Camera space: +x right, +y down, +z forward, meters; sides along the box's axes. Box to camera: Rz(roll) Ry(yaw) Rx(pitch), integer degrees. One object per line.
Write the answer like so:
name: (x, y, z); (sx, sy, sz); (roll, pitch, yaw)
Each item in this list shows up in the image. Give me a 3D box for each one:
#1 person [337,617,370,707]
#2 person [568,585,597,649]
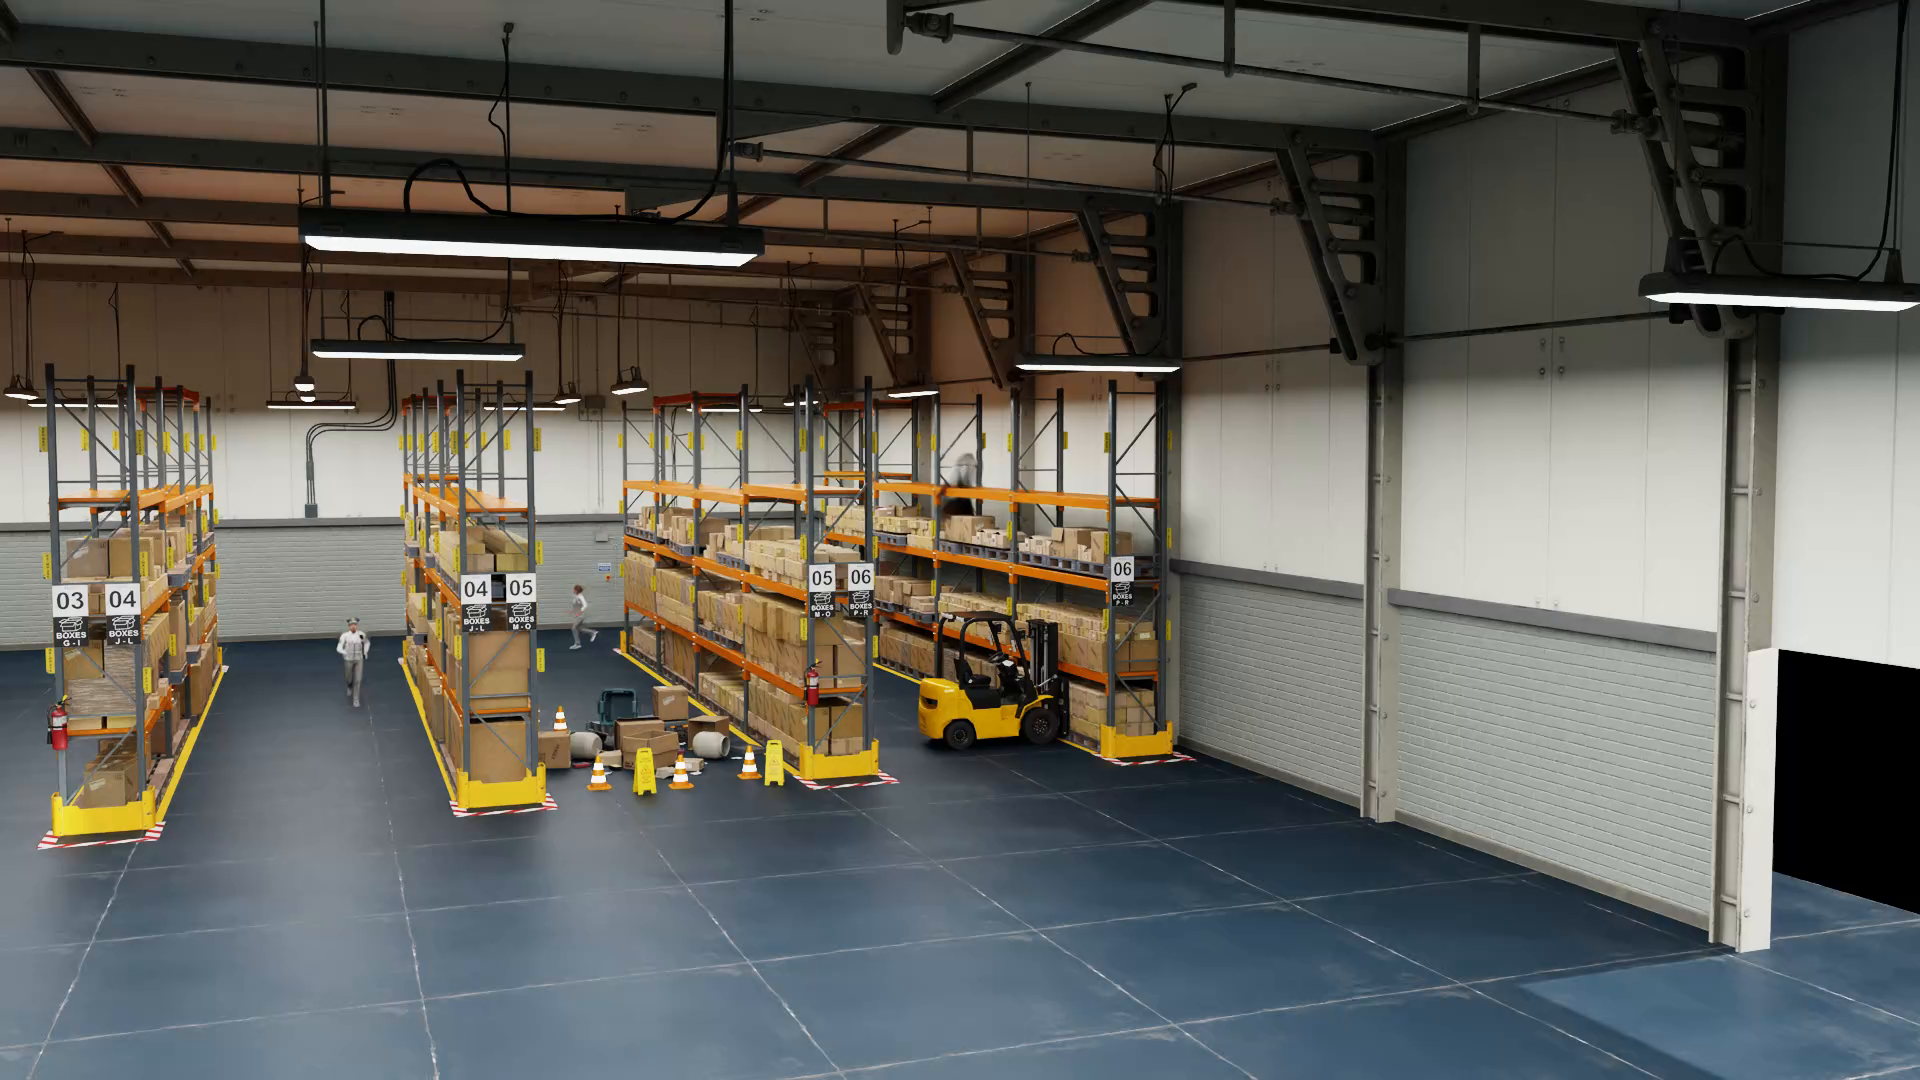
person: (-11.550, 2.307, 31.720); (0.616, 1.676, 0.870); (-2, 4, -25)
person: (-9.206, 1.862, 40.541); (0.651, 1.558, 0.516); (-2, 4, -24)
